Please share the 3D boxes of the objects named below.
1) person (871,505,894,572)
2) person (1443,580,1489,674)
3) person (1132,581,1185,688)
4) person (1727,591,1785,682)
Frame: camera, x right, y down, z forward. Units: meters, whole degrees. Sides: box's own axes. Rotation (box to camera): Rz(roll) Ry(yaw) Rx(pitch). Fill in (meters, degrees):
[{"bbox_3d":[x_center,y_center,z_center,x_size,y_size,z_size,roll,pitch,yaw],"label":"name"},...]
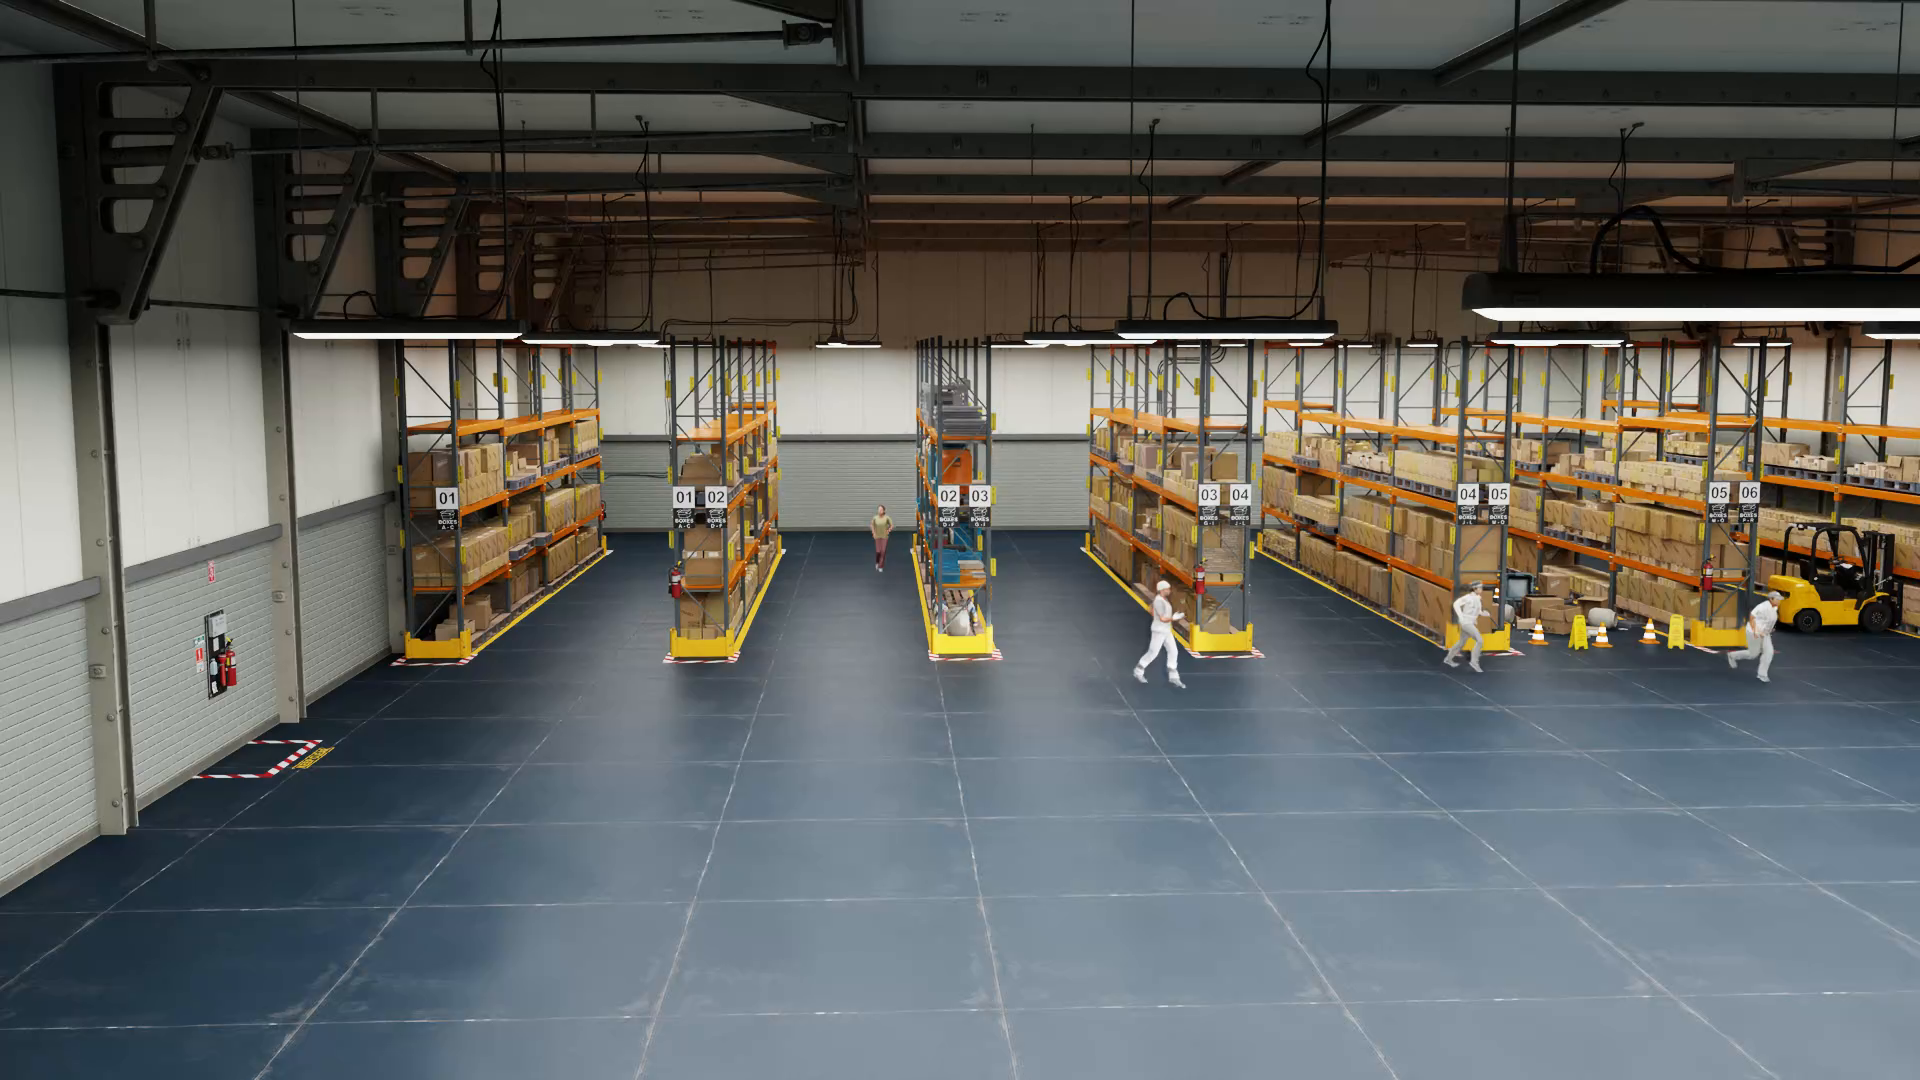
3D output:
[{"bbox_3d":[-1.926,-0.036,41.031,0.570,1.643,0.525,0,6,1],"label":"person"},{"bbox_3d":[9.060,1.533,29.792,0.801,1.688,0.637,5,8,37],"label":"person"},{"bbox_3d":[3.401,1.596,28.357,0.905,1.825,0.652,3,7,22],"label":"person"},{"bbox_3d":[13.936,1.662,29.100,0.610,1.624,0.941,-5,8,-38],"label":"person"}]
